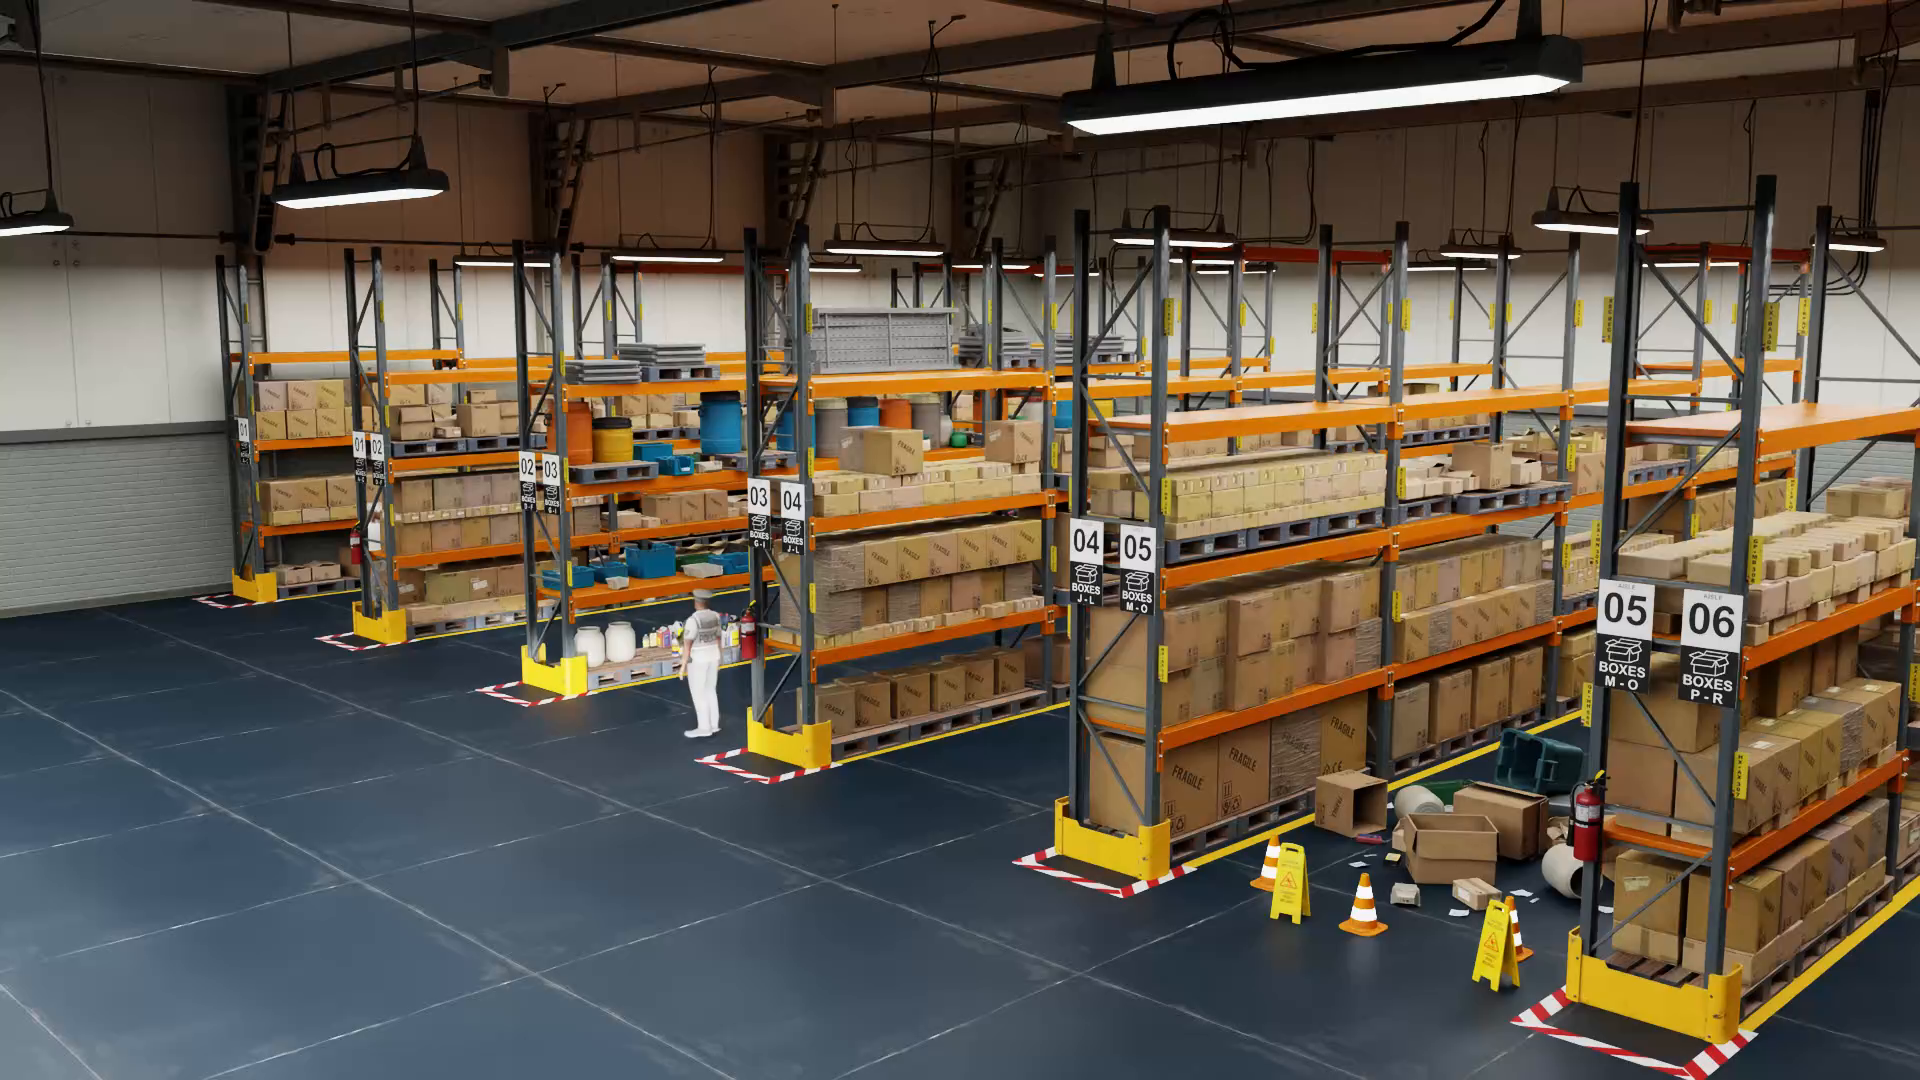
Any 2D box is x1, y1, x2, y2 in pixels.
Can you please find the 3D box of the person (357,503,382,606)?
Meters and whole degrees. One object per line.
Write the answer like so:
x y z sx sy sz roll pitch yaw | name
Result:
-10.049 0.254 28.639 0.535 1.804 0.672 7 11 42 | person

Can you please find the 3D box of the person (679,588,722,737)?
-3.121 1.488 19.973 0.420 1.805 0.655 5 10 33 | person
